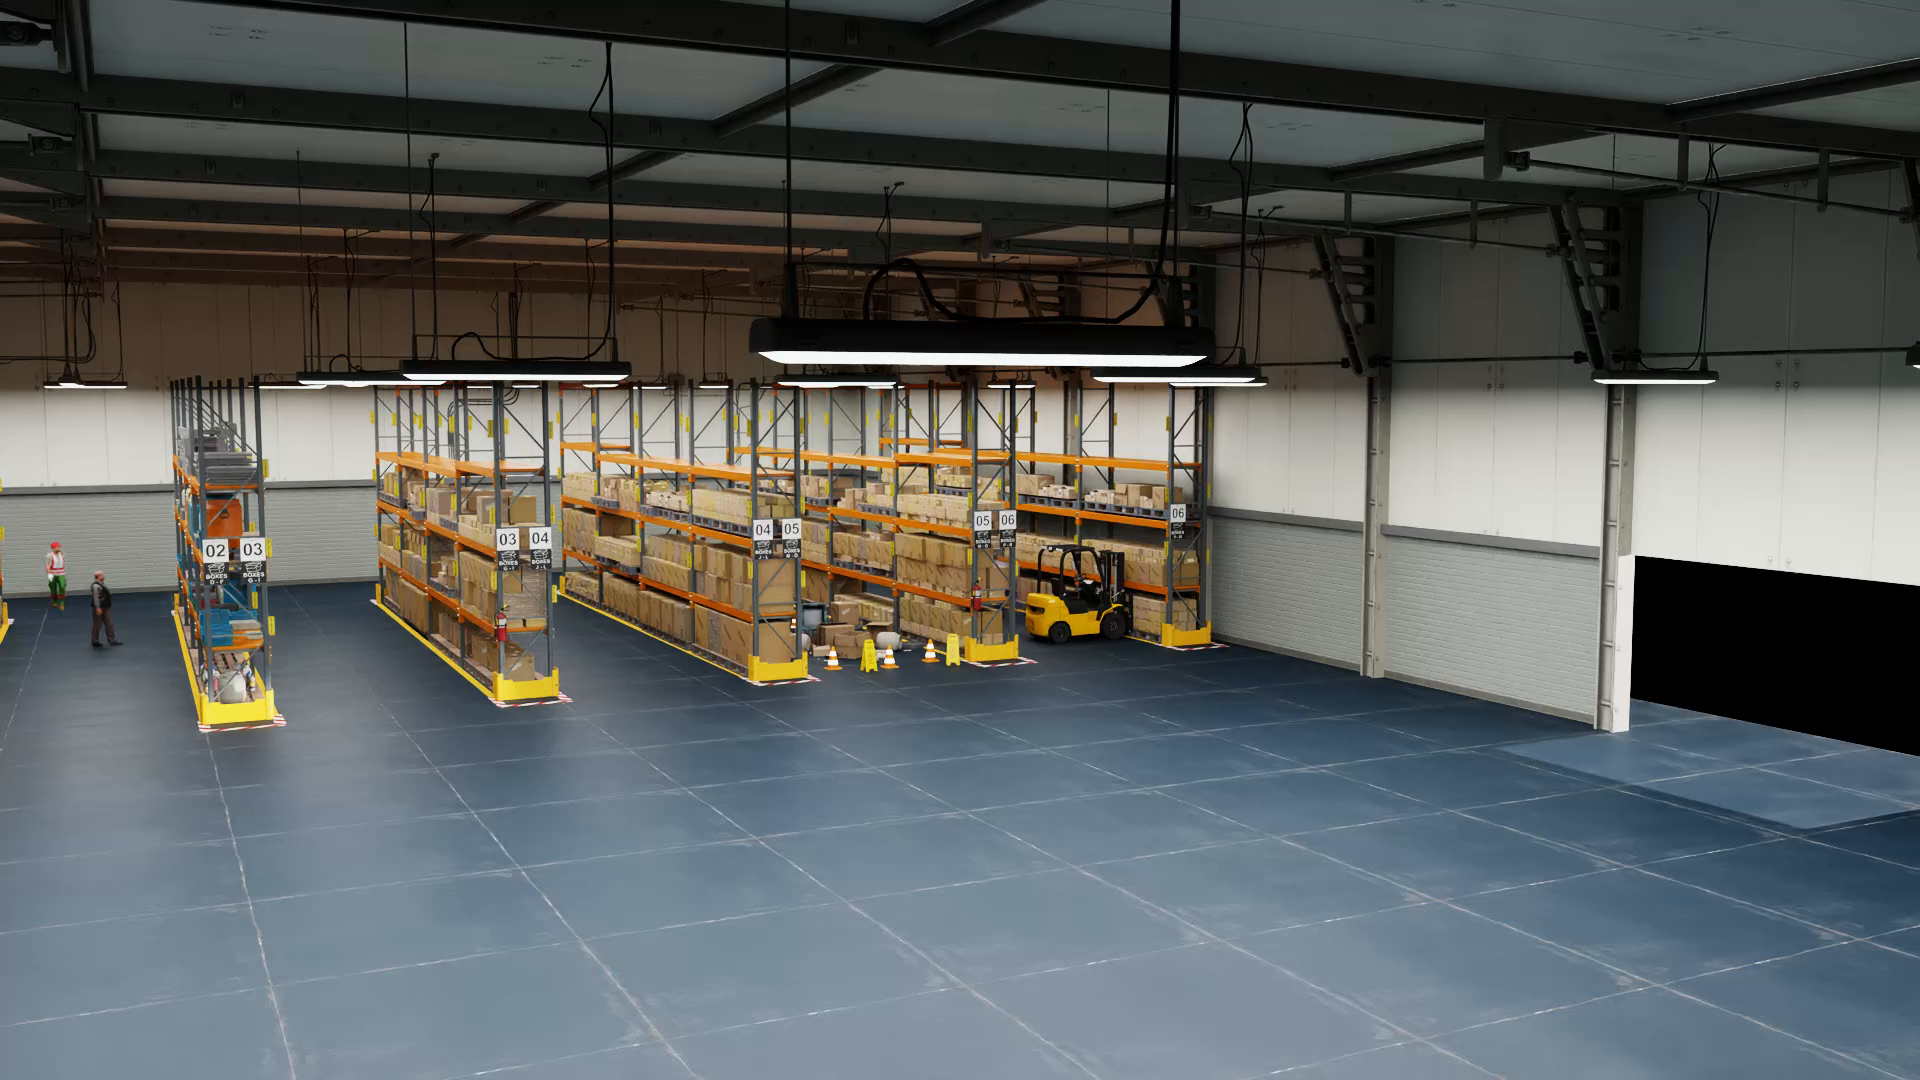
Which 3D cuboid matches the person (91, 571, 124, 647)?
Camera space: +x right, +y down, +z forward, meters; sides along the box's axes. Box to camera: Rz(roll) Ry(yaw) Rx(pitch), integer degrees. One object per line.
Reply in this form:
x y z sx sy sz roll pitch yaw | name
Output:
-19.243 1.546 37.344 0.678 1.714 0.519 1 5 9 | person

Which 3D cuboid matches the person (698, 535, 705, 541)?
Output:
-7.259 0.650 46.907 0.607 1.793 0.412 2 5 18 | person

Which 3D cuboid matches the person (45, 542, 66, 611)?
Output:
-23.831 0.940 43.819 0.471 1.775 0.875 -3 6 -30 | person

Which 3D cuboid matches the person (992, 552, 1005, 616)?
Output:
0.878 1.133 42.380 0.470 1.666 0.744 -4 6 -37 | person
